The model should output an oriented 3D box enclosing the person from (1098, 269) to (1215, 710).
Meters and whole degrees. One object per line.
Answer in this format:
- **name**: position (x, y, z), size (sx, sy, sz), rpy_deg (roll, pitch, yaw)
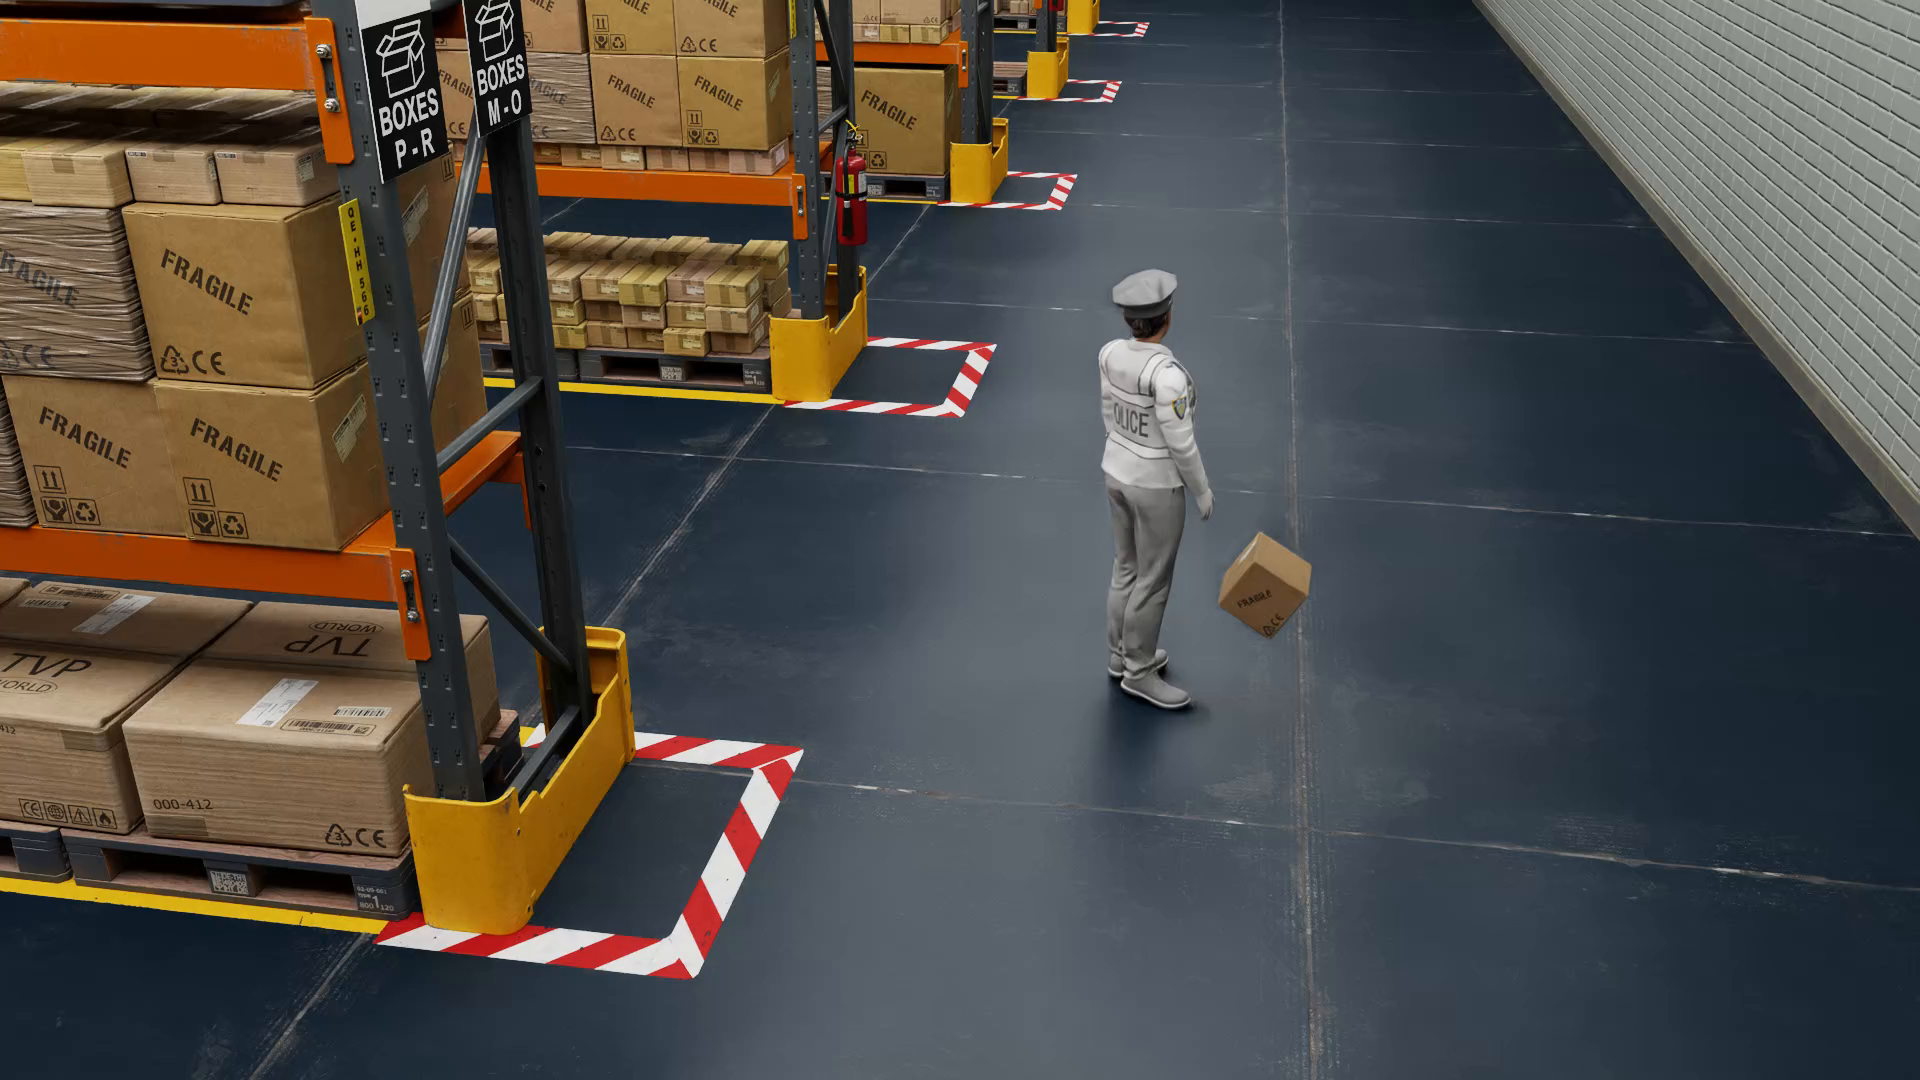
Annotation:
- **person**: position (0.759, -0.200, 6.489), size (0.378, 1.685, 0.585), rpy_deg (-13, 28, -25)
